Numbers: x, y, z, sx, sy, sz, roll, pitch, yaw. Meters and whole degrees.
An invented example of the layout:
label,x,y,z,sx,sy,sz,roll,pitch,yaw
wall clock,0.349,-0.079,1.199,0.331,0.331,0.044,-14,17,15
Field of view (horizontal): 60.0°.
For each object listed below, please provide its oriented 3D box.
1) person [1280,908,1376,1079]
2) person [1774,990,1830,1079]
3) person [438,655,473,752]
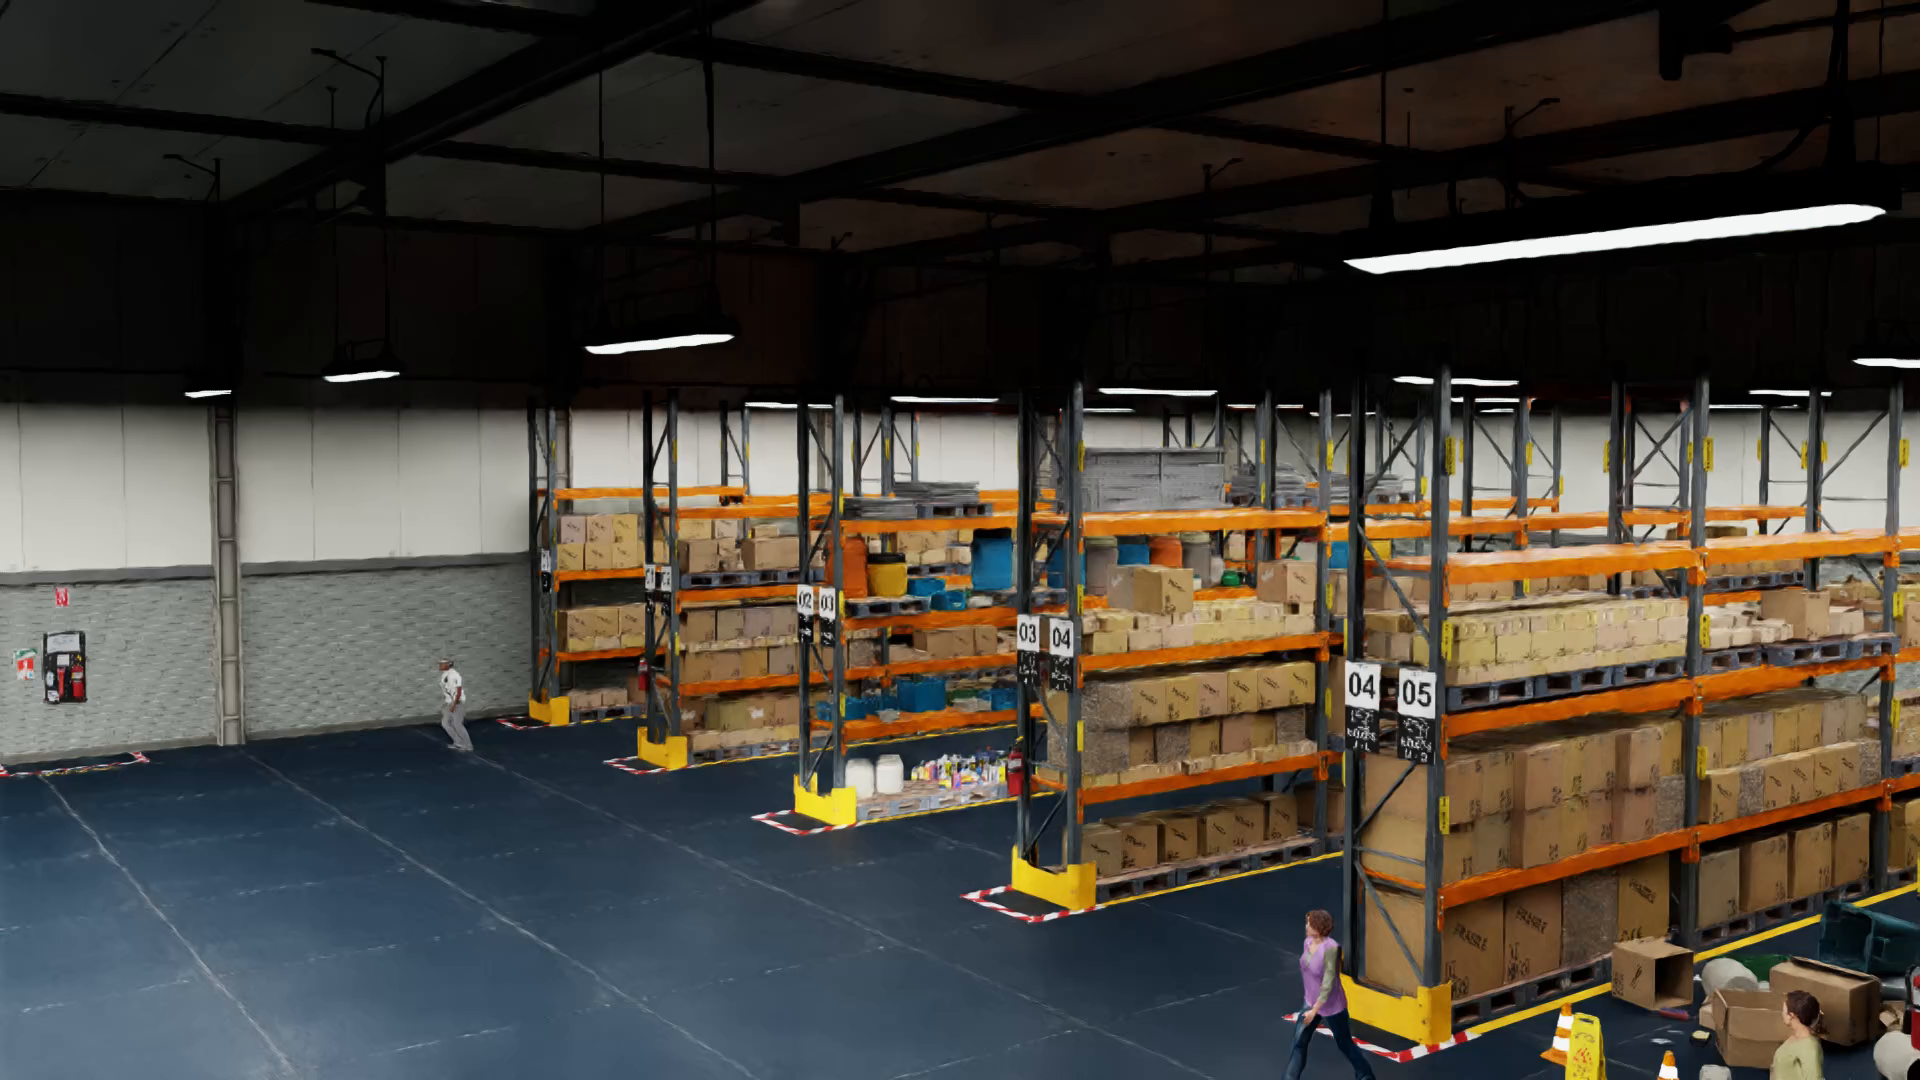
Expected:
label,x,y,z,sx,sy,sz,roll,pitch,yaw
person,2.830,3.610,12.944,0.962,1.520,0.407,-2,4,-27
person,5.340,3.699,10.509,0.384,1.666,0.575,1,4,23
person,-8.448,2.717,27.777,0.526,1.630,0.592,-3,4,-37
